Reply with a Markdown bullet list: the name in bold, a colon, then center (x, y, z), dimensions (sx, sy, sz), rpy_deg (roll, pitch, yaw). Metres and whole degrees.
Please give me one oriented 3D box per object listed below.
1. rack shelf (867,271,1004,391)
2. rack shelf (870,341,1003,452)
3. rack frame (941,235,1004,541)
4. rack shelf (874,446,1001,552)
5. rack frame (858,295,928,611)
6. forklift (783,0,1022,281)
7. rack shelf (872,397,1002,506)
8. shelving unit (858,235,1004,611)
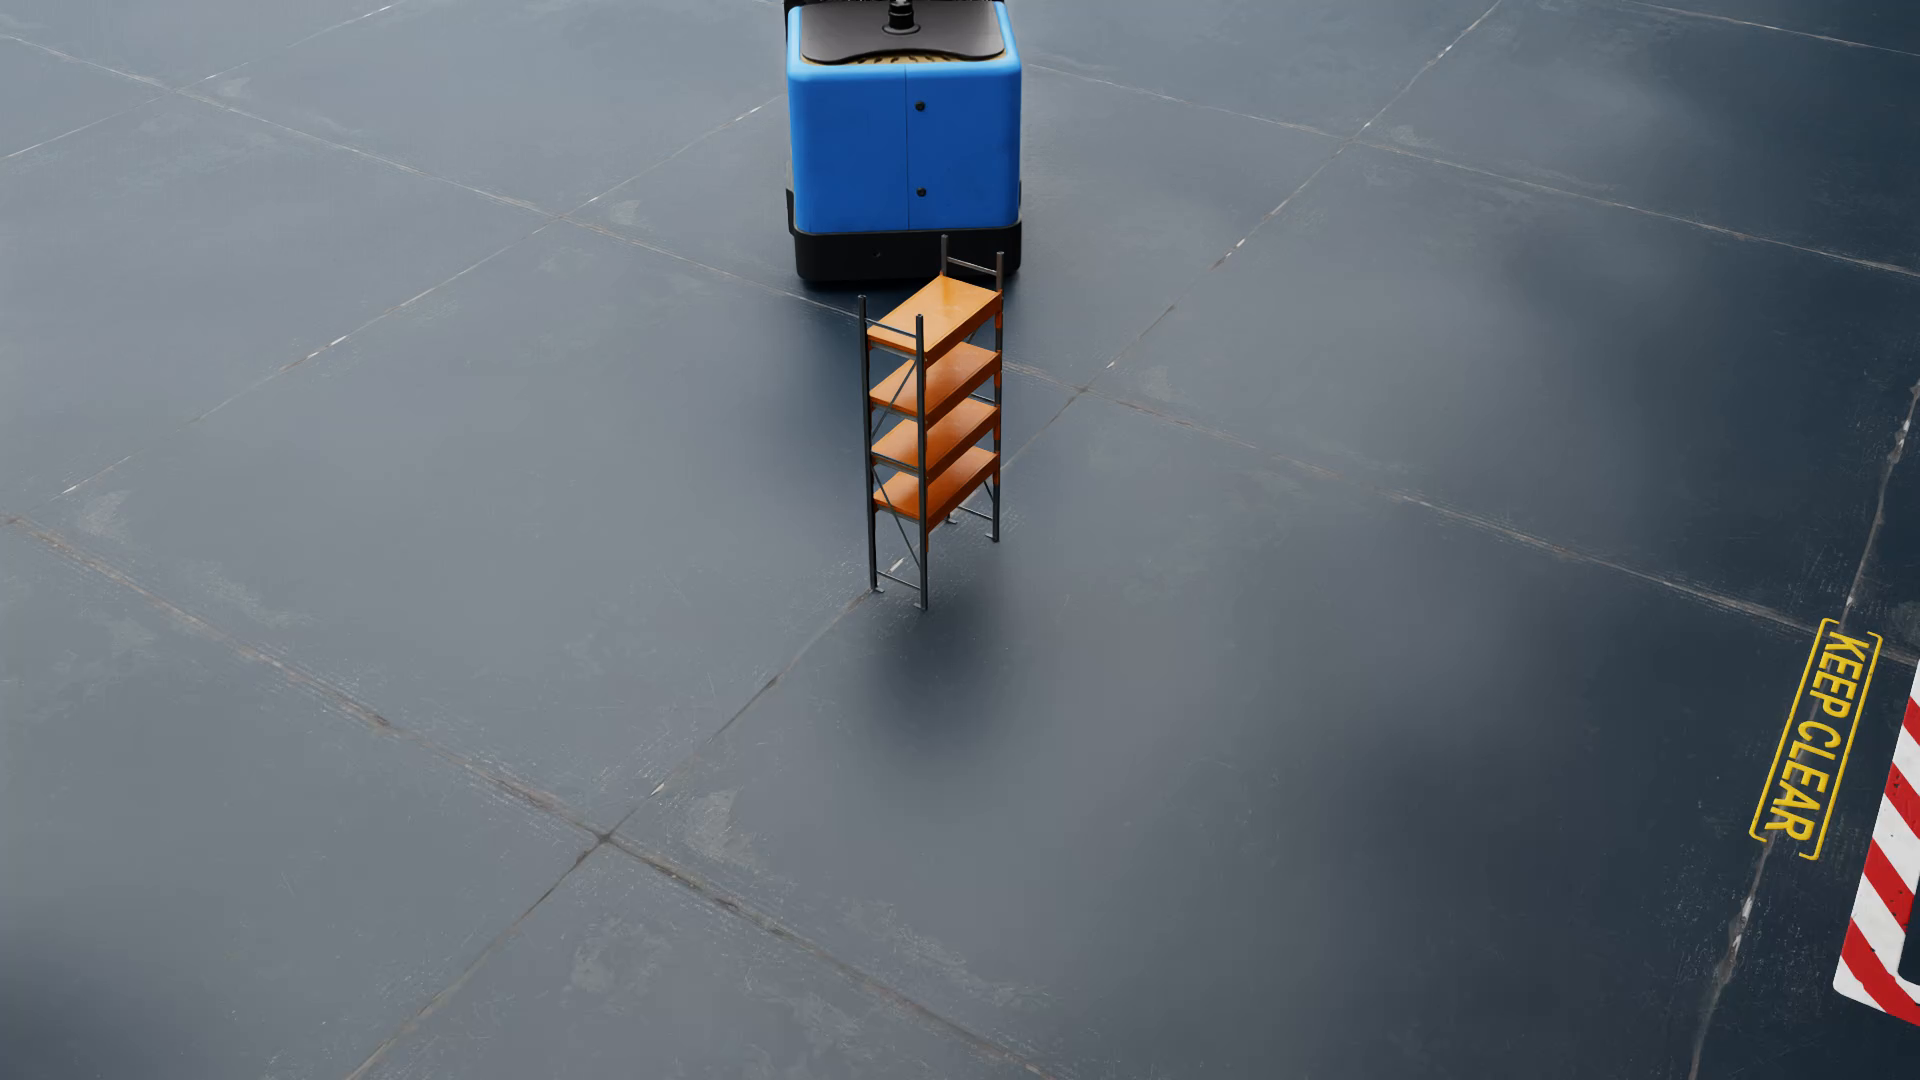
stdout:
- **rack shelf**: center (-0.089, -0.701, 5.533), dimensions (0.258, 0.148, 0.480), rpy_deg (21, 42, 25)
- **rack shelf**: center (-0.089, -0.514, 5.677), dimensions (0.258, 0.148, 0.480), rpy_deg (21, 42, 25)
- **rack frame**: center (0.042, -0.516, 5.936), dimensions (0.240, 1.200, 0.015), rpy_deg (21, 42, 25)
- **rack shelf**: center (-0.089, -0.179, 5.935), dimensions (0.258, 0.148, 0.480), rpy_deg (21, 42, 25)
- **rack frame**: center (-0.219, -0.264, 5.610), dimensions (0.240, 1.200, 0.015), rpy_deg (21, 42, 25)
- **forklift**: center (-0.343, -3.240, 8.052), dimensions (1.130, 2.935, 3.031), rpy_deg (-3, 38, -3)
- **rack shelf**: center (-0.089, -0.337, 5.814), dimensions (0.258, 0.148, 0.480), rpy_deg (21, 42, 25)
- **shelving unit**: center (-0.089, -0.390, 5.773), dimensions (0.258, 1.200, 0.503), rpy_deg (21, 42, 25)
